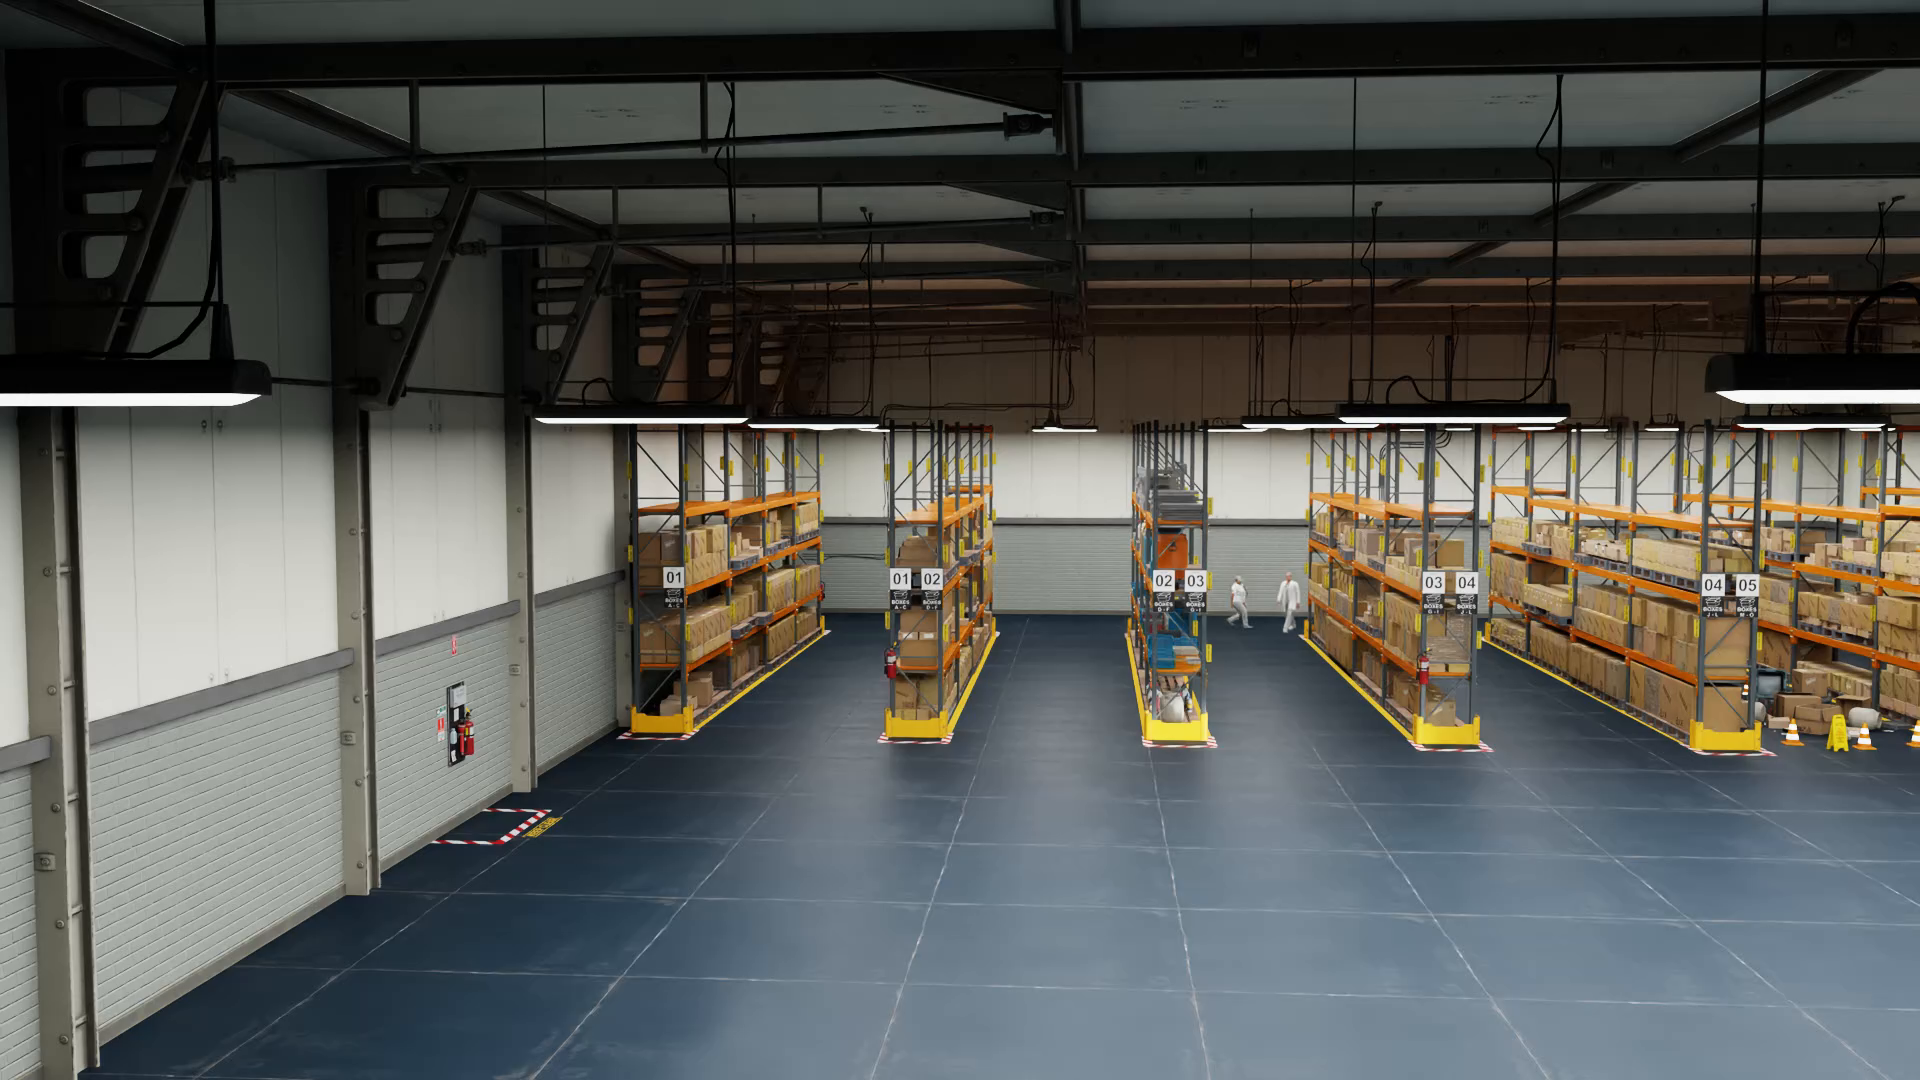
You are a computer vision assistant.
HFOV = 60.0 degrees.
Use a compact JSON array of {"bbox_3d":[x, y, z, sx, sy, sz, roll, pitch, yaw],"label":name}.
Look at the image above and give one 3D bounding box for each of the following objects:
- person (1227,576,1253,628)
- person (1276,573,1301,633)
[{"bbox_3d":[8.278,1.821,49.312,0.967,1.544,0.468,3,5,43],"label":"person"},{"bbox_3d":[9.512,1.794,48.100,0.635,1.711,1.200,3,5,37],"label":"person"}]
